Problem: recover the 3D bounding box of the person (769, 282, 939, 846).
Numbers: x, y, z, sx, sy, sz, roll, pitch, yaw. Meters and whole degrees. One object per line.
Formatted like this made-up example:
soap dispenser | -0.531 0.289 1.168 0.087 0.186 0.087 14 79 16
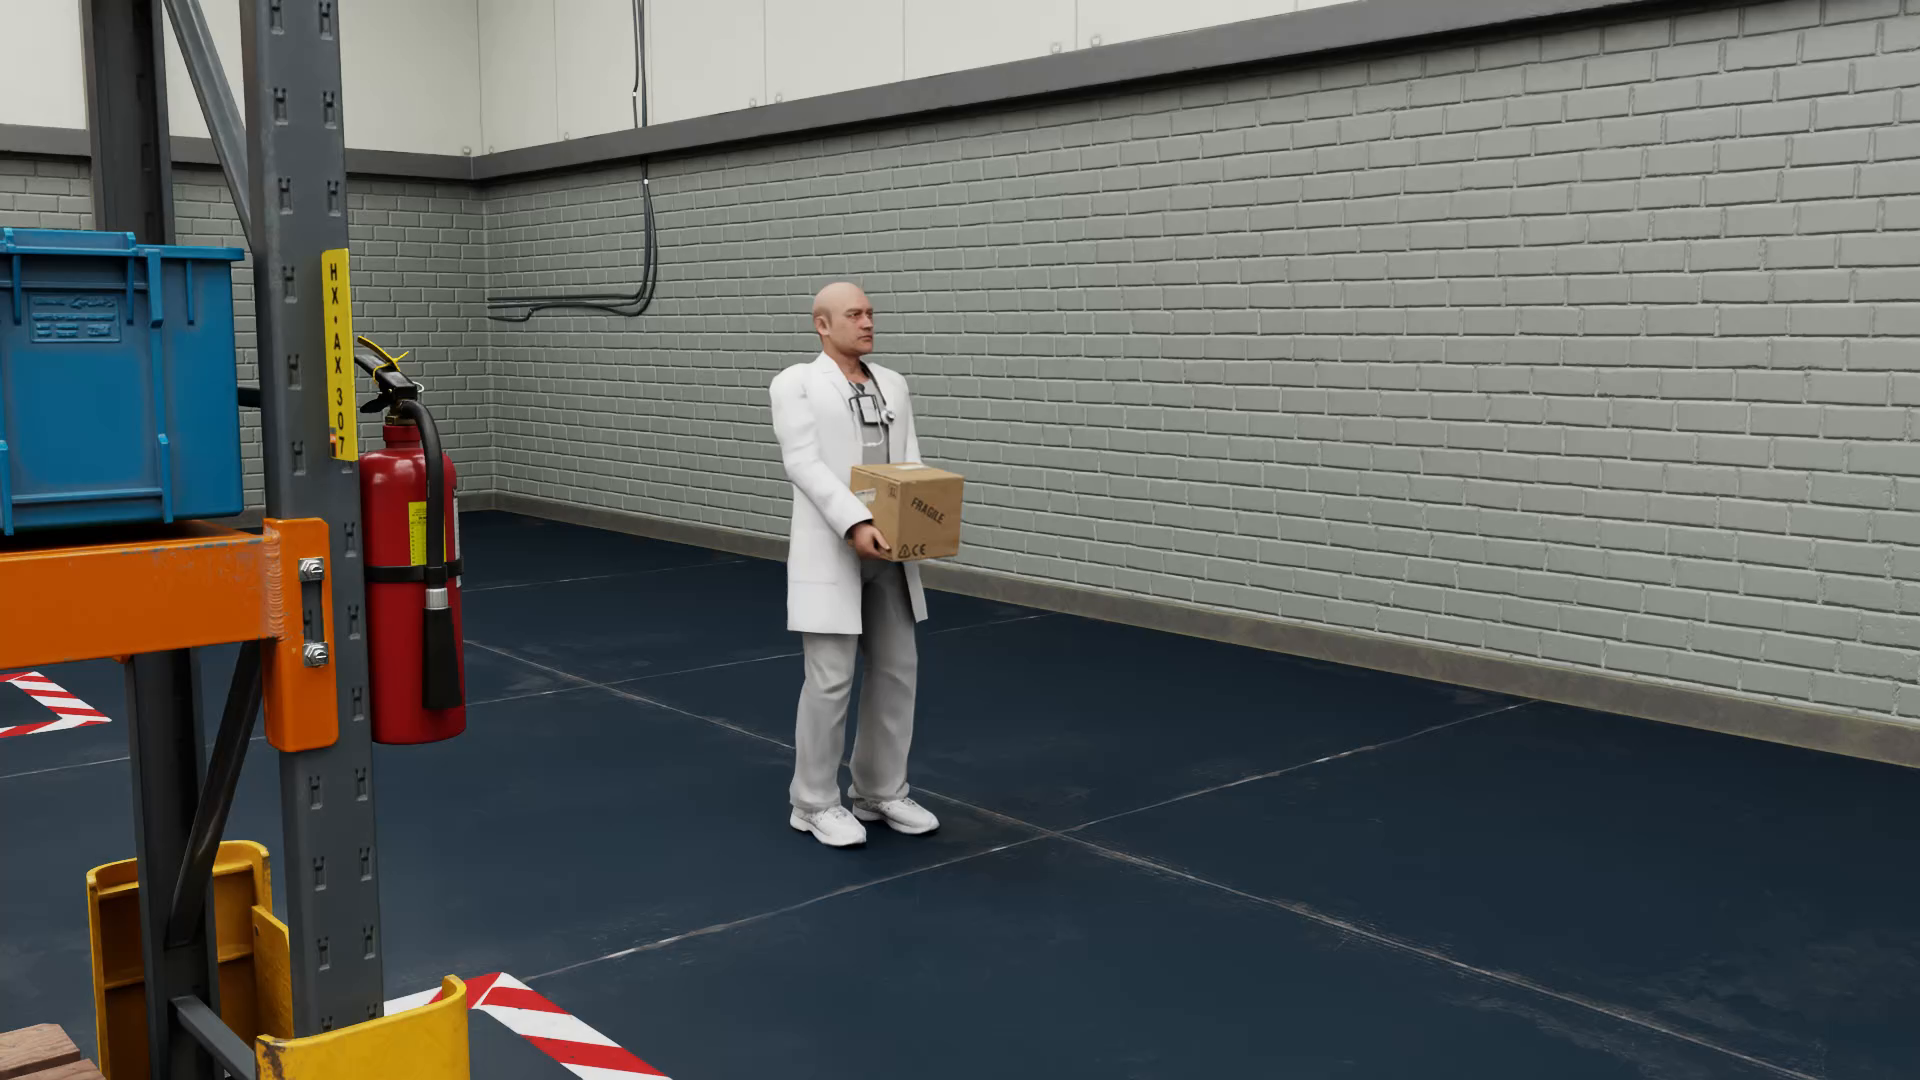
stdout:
person | -0.282 0.072 5.292 0.529 1.772 0.553 -6 9 -40
